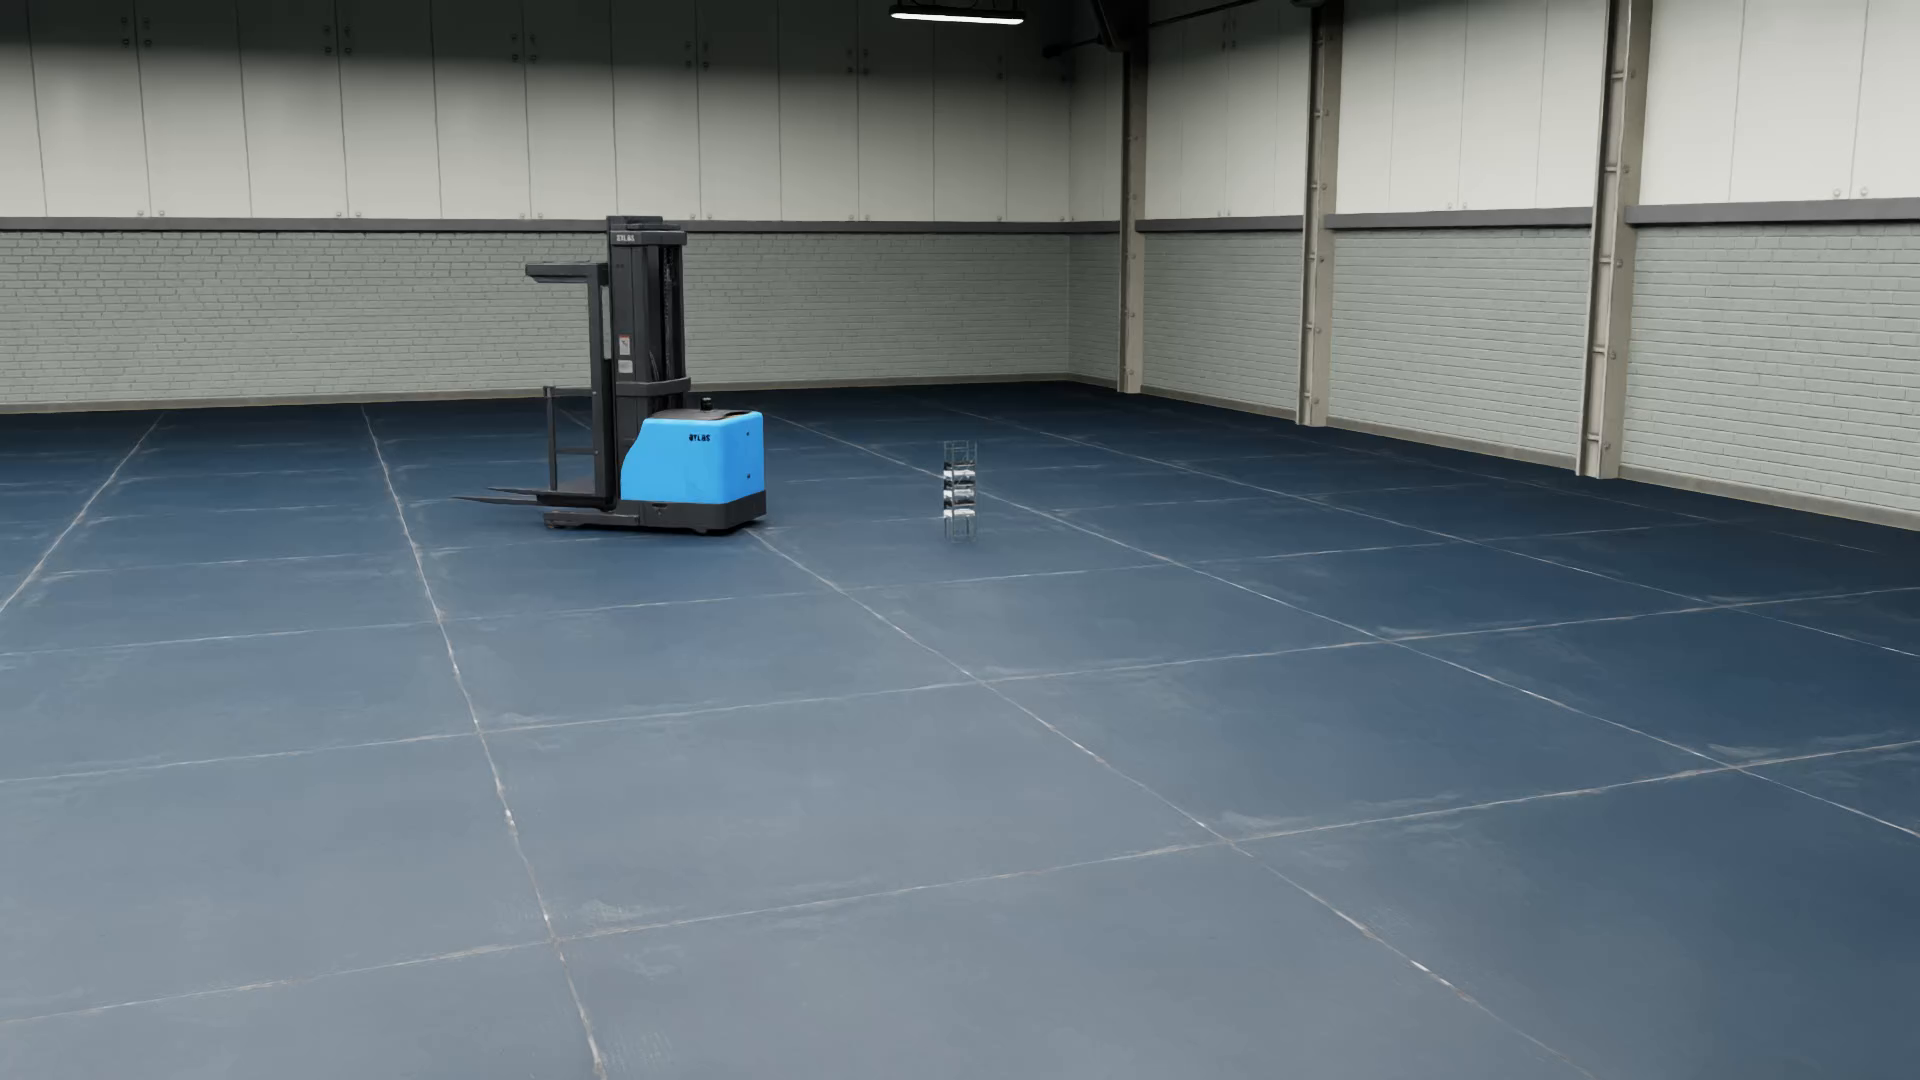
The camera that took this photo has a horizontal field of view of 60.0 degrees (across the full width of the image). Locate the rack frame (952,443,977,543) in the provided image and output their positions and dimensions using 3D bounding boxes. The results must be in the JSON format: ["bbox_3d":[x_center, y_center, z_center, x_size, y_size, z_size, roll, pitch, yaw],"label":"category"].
[{"bbox_3d":[0.040,-0.425,15.070,0.240,0.900,0.006,-4,11,-21],"label":"rack frame"}]

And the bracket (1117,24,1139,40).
[{"bbox_3d":[2.922,-8.816,28.836,0.235,0.232,0.430,-4,11,-21],"label":"bracket"}]

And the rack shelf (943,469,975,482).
[{"bbox_3d":[0.003,-0.586,15.138,0.258,0.077,0.200,-4,11,-21],"label":"rack shelf"}]

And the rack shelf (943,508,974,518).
[{"bbox_3d":[0.003,-0.232,15.201,0.258,0.077,0.200,-4,11,-21],"label":"rack shelf"}]

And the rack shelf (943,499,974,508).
[{"bbox_3d":[0.003,-0.320,15.185,0.258,0.077,0.200,-4,11,-21],"label":"rack shelf"}]

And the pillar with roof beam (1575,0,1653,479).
[{"bbox_3d":[3.439,-4.902,17.111,9.100,9.000,0.400,-4,11,-21],"label":"pillar with roof beam"}]

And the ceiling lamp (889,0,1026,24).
[{"bbox_3d":[-0.121,-9.062,23.832,2.000,3.185,0.800,-4,11,-21],"label":"ceiling lamp"}]

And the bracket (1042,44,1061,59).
[{"bbox_3d":[1.762,-9.338,31.772,0.235,0.232,0.430,-4,11,-21],"label":"bracket"}]

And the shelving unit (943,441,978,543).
[{"bbox_3d":[0.003,-0.442,15.164,0.258,0.900,0.210,-4,11,-21],"label":"shelving unit"}]

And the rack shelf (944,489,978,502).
[{"bbox_3d":[0.003,-0.409,15.170,0.258,0.077,0.200,-4,11,-21],"label":"rack shelf"}]

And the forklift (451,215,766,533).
[{"bbox_3d":[-3.471,-1.630,16.043,3.031,2.935,1.130,3,11,17],"label":"forklift"}]

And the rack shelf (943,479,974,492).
[{"bbox_3d":[0.003,-0.498,15.154,0.258,0.077,0.200,-4,11,-21],"label":"rack shelf"}]

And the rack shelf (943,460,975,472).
[{"bbox_3d":[0.003,-0.675,15.122,0.258,0.077,0.200,-4,11,-21],"label":"rack shelf"}]

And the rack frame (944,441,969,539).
[{"bbox_3d":[-0.034,-0.458,15.257,0.240,0.900,0.006,-4,11,-21],"label":"rack frame"}]

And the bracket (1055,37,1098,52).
[{"bbox_3d":[1.976,-9.241,31.230,0.076,0.066,3.189,-4,11,-21],"label":"bracket"}]

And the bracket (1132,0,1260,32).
[{"bbox_3d":[3.856,-8.395,26.472,0.076,0.066,4.783,-4,11,-21],"label":"bracket"}]

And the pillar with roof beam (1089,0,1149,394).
[{"bbox_3d":[-0.910,-6.860,28.123,9.100,9.000,0.548,-4,11,-21],"label":"pillar with roof beam"}]

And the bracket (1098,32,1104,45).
[{"bbox_3d":[2.621,-8.951,29.597,0.235,0.232,0.430,-4,11,-21],"label":"bracket"}]

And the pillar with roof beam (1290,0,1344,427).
[{"bbox_3d":[1.264,-5.881,22.617,9.100,9.000,0.548,-4,11,-21],"label":"pillar with roof beam"}]
